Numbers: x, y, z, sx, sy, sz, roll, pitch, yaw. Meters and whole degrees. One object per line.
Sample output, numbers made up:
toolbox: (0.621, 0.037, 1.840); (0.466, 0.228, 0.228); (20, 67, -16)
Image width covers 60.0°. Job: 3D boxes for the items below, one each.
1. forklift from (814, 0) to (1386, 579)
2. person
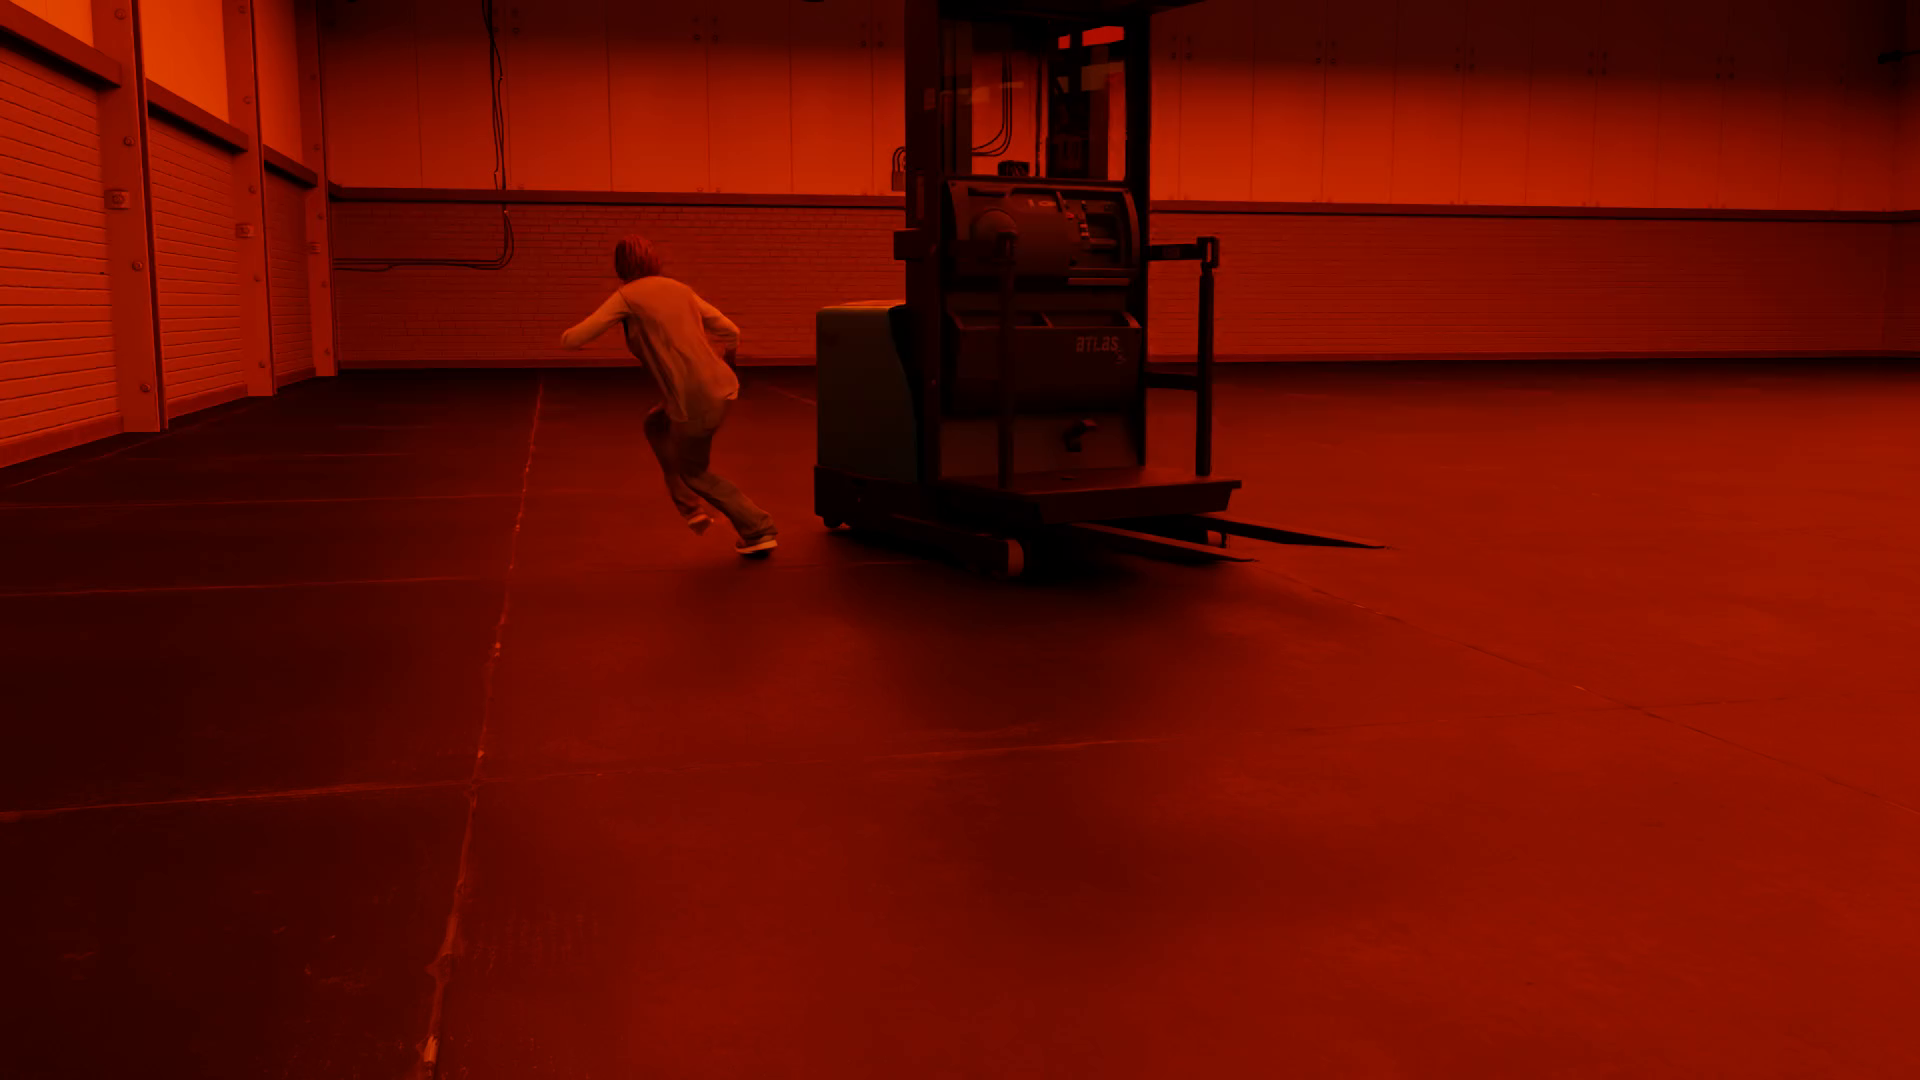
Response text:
forklift: (0.473, -1.367, 6.902); (1.130, 2.935, 3.031); (-5, 9, -30)
person: (-1.238, -0.595, 7.077); (0.807, 1.369, 0.837); (5, 9, 31)
